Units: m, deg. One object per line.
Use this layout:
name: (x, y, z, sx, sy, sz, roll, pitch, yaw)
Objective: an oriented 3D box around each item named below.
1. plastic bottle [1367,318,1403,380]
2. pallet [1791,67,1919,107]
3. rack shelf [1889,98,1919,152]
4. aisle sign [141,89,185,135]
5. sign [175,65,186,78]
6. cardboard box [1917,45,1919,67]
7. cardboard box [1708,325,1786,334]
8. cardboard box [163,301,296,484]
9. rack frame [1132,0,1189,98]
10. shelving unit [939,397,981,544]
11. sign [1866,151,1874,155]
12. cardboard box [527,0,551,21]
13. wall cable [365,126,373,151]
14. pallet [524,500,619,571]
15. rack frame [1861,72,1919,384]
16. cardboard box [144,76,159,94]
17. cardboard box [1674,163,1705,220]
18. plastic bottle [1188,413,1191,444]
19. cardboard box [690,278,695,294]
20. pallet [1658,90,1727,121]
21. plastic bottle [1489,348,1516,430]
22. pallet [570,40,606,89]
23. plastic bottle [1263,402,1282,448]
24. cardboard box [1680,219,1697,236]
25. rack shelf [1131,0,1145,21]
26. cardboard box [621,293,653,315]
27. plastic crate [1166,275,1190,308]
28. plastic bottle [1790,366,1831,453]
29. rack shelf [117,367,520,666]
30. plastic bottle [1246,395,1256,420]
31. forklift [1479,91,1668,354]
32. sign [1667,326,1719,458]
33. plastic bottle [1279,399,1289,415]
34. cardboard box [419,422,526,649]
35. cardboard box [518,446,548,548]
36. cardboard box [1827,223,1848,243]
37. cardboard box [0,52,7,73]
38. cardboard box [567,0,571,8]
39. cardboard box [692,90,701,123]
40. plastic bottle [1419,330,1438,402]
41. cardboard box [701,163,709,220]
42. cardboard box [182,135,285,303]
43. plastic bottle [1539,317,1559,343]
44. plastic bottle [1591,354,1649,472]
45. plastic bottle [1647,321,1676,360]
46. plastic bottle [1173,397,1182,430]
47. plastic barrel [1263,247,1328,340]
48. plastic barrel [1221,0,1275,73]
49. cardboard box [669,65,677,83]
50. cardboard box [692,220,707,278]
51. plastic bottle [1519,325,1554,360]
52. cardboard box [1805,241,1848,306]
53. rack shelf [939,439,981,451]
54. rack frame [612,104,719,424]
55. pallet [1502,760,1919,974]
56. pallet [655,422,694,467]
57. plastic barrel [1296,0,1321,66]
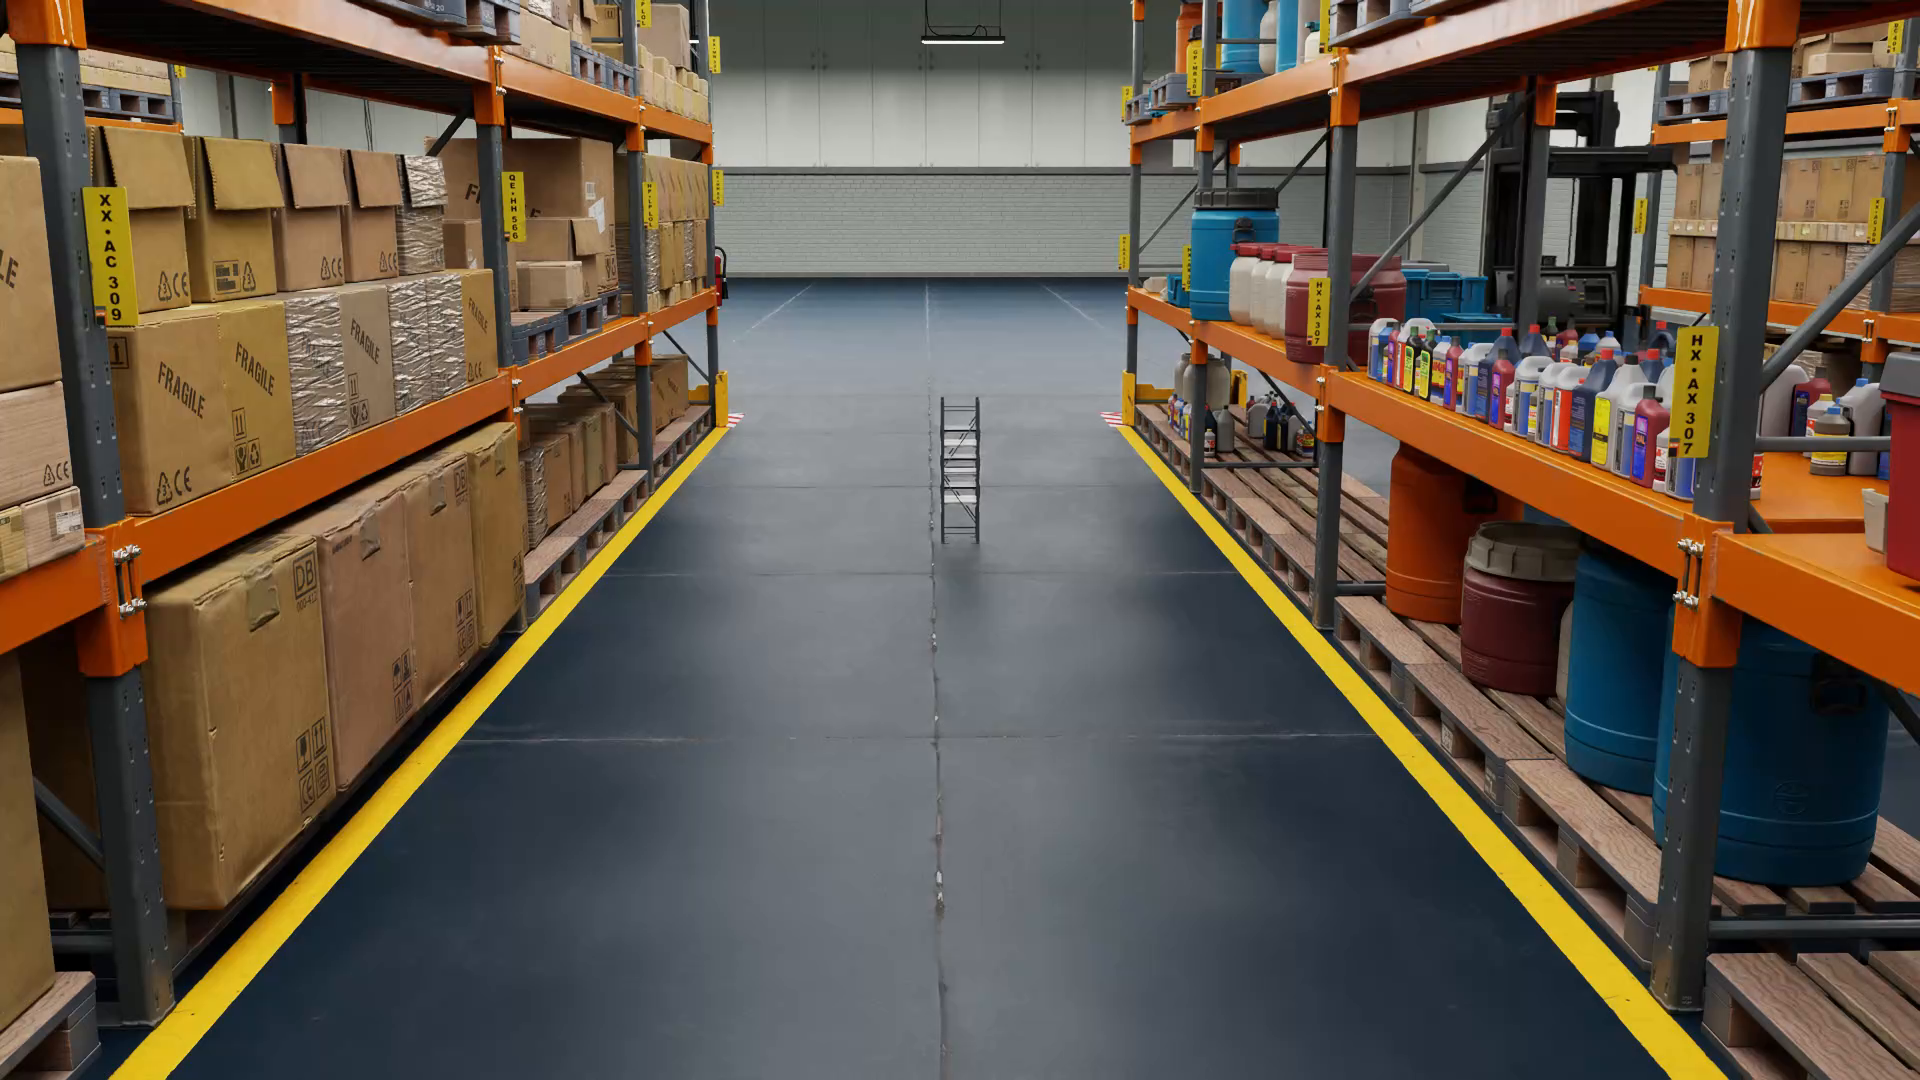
plastic bottle: (1.970, -0.879, 7.659, 0.152, 0.276, 0.135, 0, 11, -1)
pallet: (7.111, -3.438, 12.639, 1.003, 0.211, 1.213, 0, 11, -1)
rack shelf: (7.195, -2.562, 9.907, 1.077, 0.370, 4.000, 0, 11, -1)
aisle sign: (-7.495, -3.886, 15.632, 0.394, 0.787, 0.004, 0, 11, -1)
sign: (-7.251, -4.461, 15.434, 0.100, 0.325, 0.005, 0, 11, -1)
cardboard box: (7.407, -3.737, 12.229, 0.500, 0.500, 0.500, 1, 11, 4)
cardboard box: (7.380, -1.757, 15.651, 0.500, 0.500, 0.500, 0, 11, -1)
cardboard box: (-2.356, -0.453, 4.996, 0.500, 0.500, 0.500, 0, 11, -1)
rack frame: (2.119, -5.558, 15.320, 1.000, 3.000, 0.127, 0, 11, -1)
shelving unit: (0.000, -0.439, 10.462, 0.258, 0.900, 0.210, 0, 11, -1)
sign: (12.866, -5.345, 23.529, 0.001, 0.298, 0.199, 0, 11, -1)
cardboard box: (-2.427, -2.966, 8.582, 0.500, 0.500, 0.500, 0, 11, -1)
wall cable: (-17.949, -10.366, 46.831, 3.097, 2.526, 0.112, 0, 11, -1)
pallet: (-2.704, -0.037, 10.213, 1.003, 0.211, 1.213, 0, 11, -1)
rack frame: (7.154, -1.842, 12.094, 1.000, 3.000, 0.127, 0, 11, -1)
cardboard box: (-7.444, -4.084, 14.924, 0.380, 0.149, 0.250, 0, 11, -1)
cardboard box: (7.069, -3.218, 15.364, 0.700, 0.500, 0.500, 0, 11, -1)
plastic bottle: (1.851, -0.904, 13.195, 0.061, 0.283, 0.133, 1, 11, 3)
cardboard box: (-2.570, -2.269, 14.832, 0.380, 0.149, 0.250, 0, 11, -1)
pallet: (7.060, -3.923, 15.030, 1.003, 0.211, 1.213, 0, 11, -1)
plastic bottle: (1.960, -0.543, 5.987, 0.061, 0.283, 0.133, 0, 11, -1)
pallet: (-2.819, -2.851, 9.994, 1.213, 0.211, 1.003, 0, 11, -1)
plastic bottle: (2.456, -0.901, 13.013, 0.144, 0.351, 0.185, 0, 11, -1)
cardboard box: (6.872, -2.873, 15.291, 0.380, 0.149, 0.250, -1, 11, -3)
rack shelf: (2.160, -4.611, 13.471, 1.077, 0.370, 4.000, 0, 11, -1)
cardboard box: (-2.454, -1.723, 12.138, 0.380, 0.149, 0.250, 0, 11, -1)
plastic crate: (1.907, -1.968, 13.091, 0.499, 0.251, 0.616, 0, 11, -1)
plastic bottle: (2.768, -0.426, 5.408, 0.061, 0.283, 0.133, 0, 11, -1)
rack shelf: (-2.626, -0.257, 6.089, 1.077, 0.370, 4.000, 0, 11, -1)
plastic bottle: (2.467, -1.088, 14.102, 0.061, 0.283, 0.133, 0, 11, -1)
forklift: (4.564, -1.910, 12.603, 1.130, 2.935, 3.031, 0, 11, 0)
sign: (1.817, -0.366, 4.122, 0.100, 0.325, 0.005, 0, 11, -1)
plastic bottle: (2.596, -0.939, 13.201, 0.144, 0.351, 0.185, -1, 11, -4)
cardboard box: (-2.674, -0.034, 7.470, 1.225, 0.875, 0.875, -1, 11, -4)
cardboard box: (-2.726, -0.241, 9.381, 0.700, 0.500, 0.500, -1, 12, -6)
cardboard box: (6.923, -2.363, 12.780, 0.380, 0.149, 0.250, -1, 11, -3)
cardboard box: (-7.390, -3.578, 12.432, 0.380, 0.149, 0.250, 0, 11, -1)
cardboard box: (-2.819, -3.247, 10.161, 0.797, 0.503, 0.637, 0, 11, 1)
cardboard box: (-2.556, -3.800, 14.576, 0.500, 0.250, 0.500, 0, 11, -1)
plastic bottle: (1.942, -0.718, 6.847, 0.061, 0.283, 0.133, 0, 11, -1)
cardboard box: (-2.574, -3.174, 15.143, 0.500, 0.500, 0.500, 0, 11, -1)
cardboard box: (-2.609, -1.016, 5.247, 0.797, 0.503, 0.637, 0, 11, -1)
plastic bottle: (2.719, -0.891, 7.702, 0.061, 0.283, 0.133, 0, 11, -1)
plastic bottle: (2.021, -0.389, 5.057, 0.144, 0.351, 0.185, 0, 11, -1)
plastic bottle: (2.704, -0.665, 6.418, 0.144, 0.351, 0.185, 0, 11, -1)
plastic bottle: (1.852, -1.066, 14.025, 0.097, 0.271, 0.097, 0, 11, 0)
plastic barrel: (2.026, -1.466, 9.899, 0.433, 0.535, 0.433, 0, 11, 0)
plastic barrel: (2.288, -3.942, 12.585, 0.600, 0.901, 0.708, 0, 11, -1)
cardboard box: (-2.536, -3.822, 13.683, 0.380, 0.149, 0.250, -1, 11, -4)
cardboard box: (-2.719, -2.583, 14.750, 0.875, 0.500, 0.500, 0, 11, -1)
plastic bottle: (2.147, -0.636, 6.272, 0.144, 0.351, 0.185, 0, 11, -1)
cardboard box: (7.121, -2.084, 13.035, 0.700, 0.500, 0.500, 0, 11, -2)
rack shelf: (0.000, -0.583, 10.432, 0.258, 0.077, 0.200, 0, 11, -1)
rack frame: (-2.833, -2.597, 15.816, 1.000, 3.000, 0.127, 0, 11, -1)
pallet: (2.393, 0.981, 5.193, 1.003, 0.211, 1.213, 0, 11, -1)
pallet: (-2.828, -0.812, 14.030, 1.003, 0.211, 1.213, 0, 11, -1)
plastic barrel: (2.443, -3.308, 10.514, 0.600, 0.901, 0.600, 0, 11, 0)
